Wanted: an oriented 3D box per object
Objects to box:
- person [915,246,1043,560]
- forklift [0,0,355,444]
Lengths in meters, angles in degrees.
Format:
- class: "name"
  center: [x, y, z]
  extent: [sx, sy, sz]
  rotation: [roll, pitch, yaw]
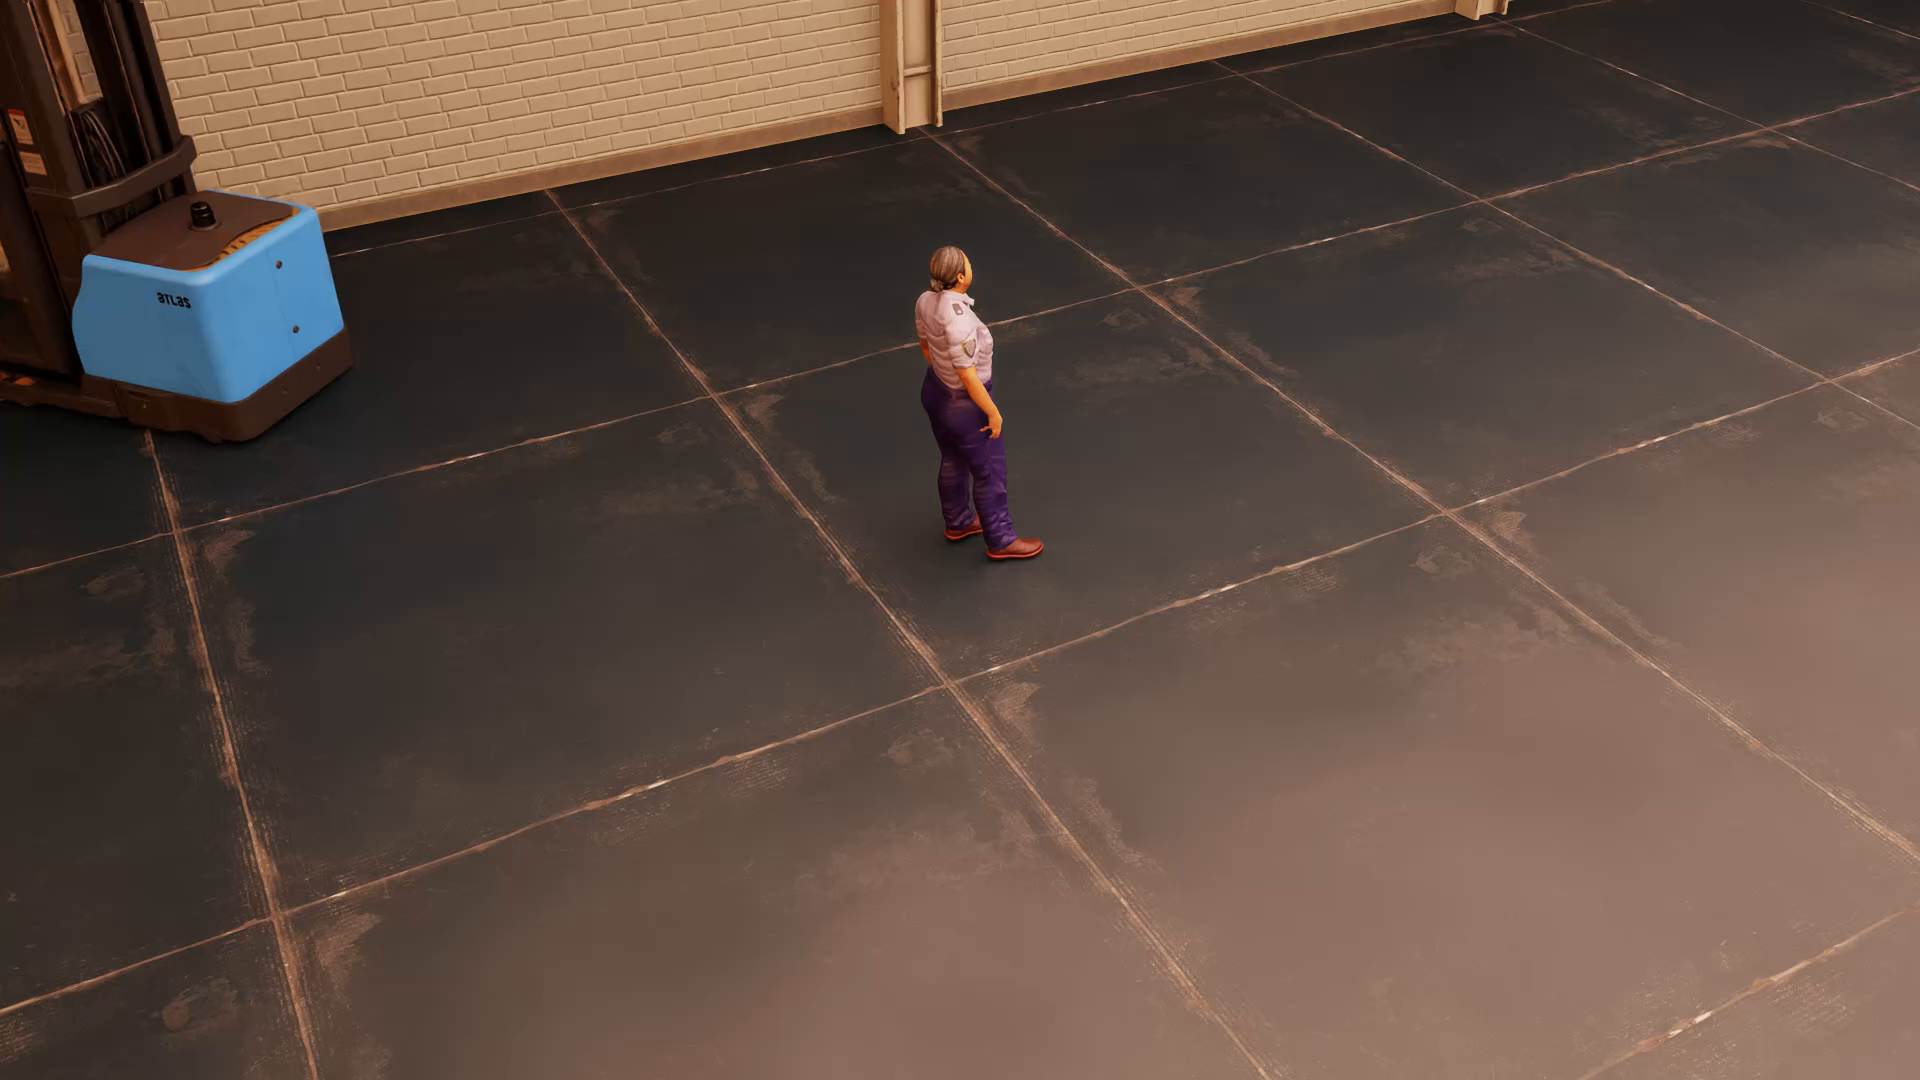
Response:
- class: "person"
  center: [0.090, -0.691, 8.201]
  extent: [0.502, 1.651, 0.598]
  rotation: [-17, 39, -23]
- class: "forklift"
  center: [-5.231, -2.256, 9.314]
  extent: [3.031, 2.935, 1.130]
  rotation: [12, 37, 16]
